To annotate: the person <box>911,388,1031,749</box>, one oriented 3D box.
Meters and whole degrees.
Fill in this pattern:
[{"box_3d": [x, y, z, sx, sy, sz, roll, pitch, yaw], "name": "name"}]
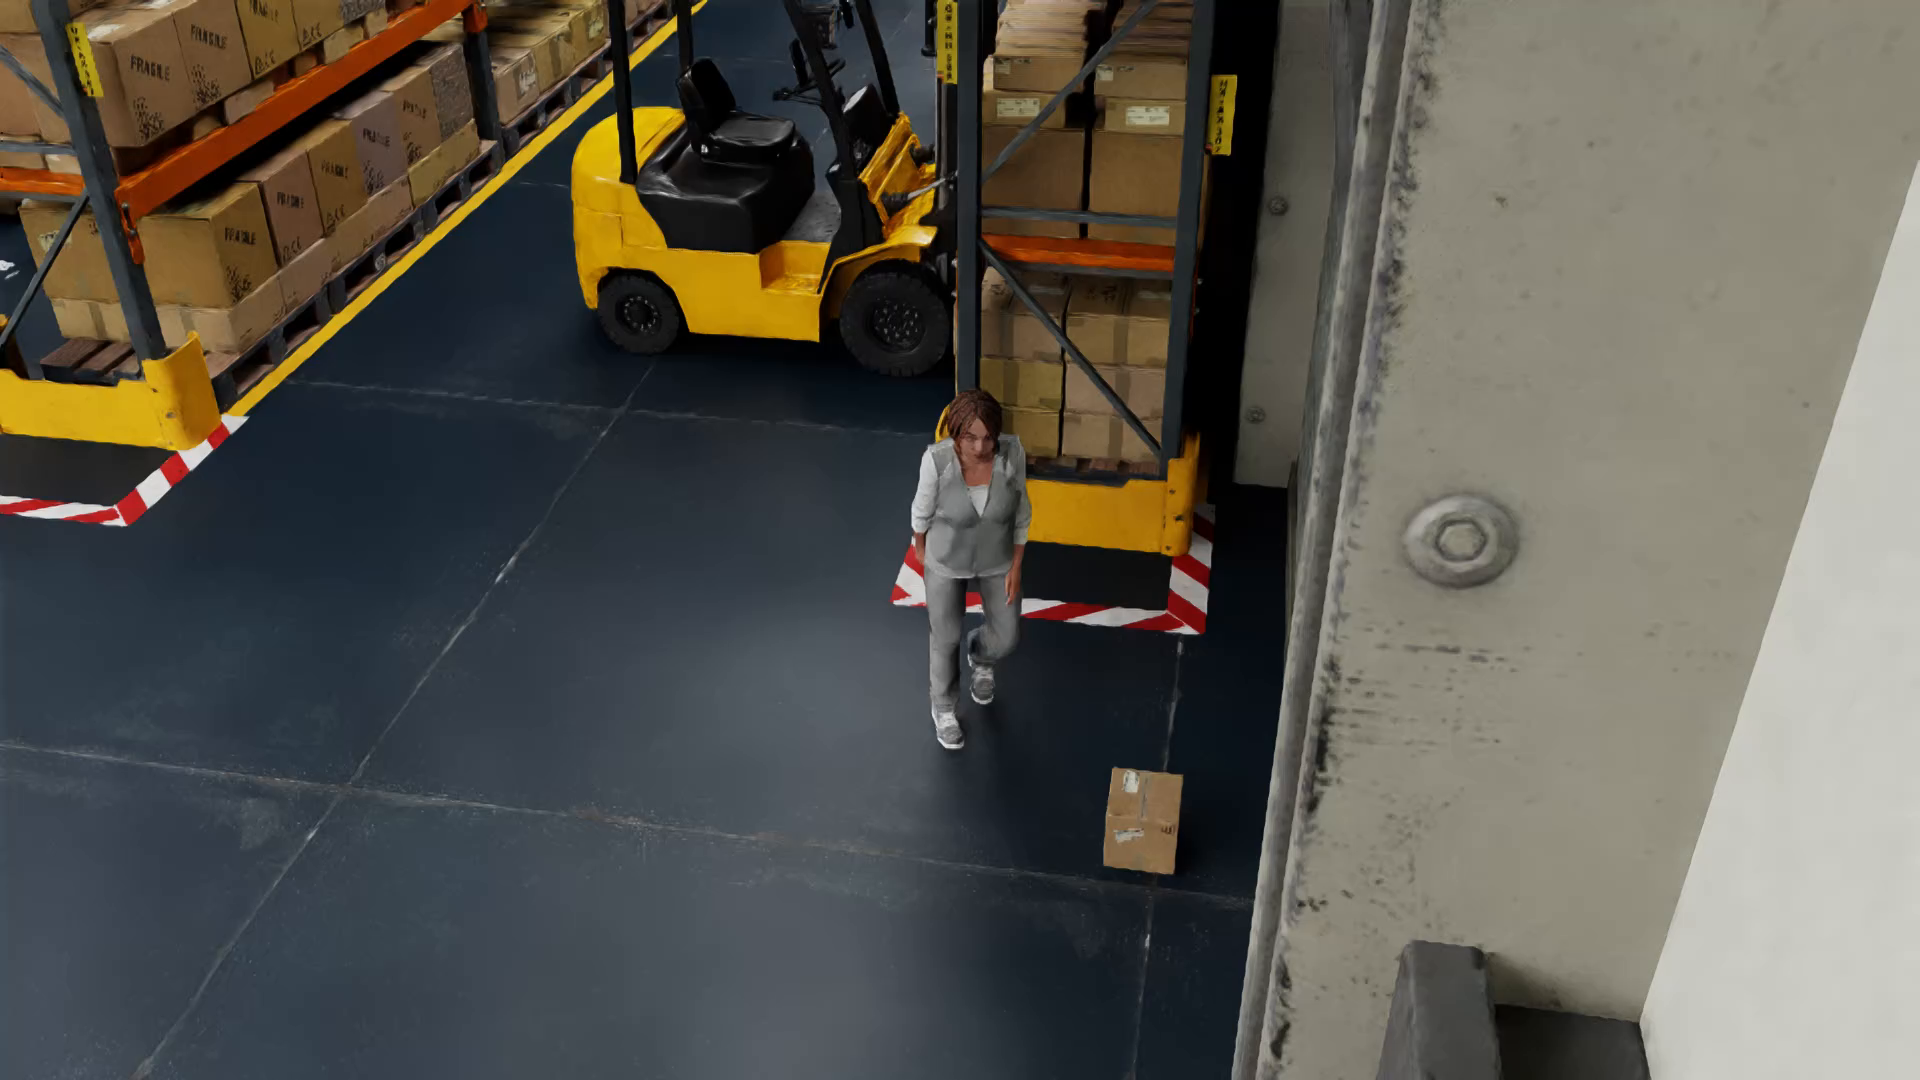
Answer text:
[{"box_3d": [0.033, 0.077, 6.044, 0.420, 1.574, 0.581, -5, 33, -8], "name": "person"}]
